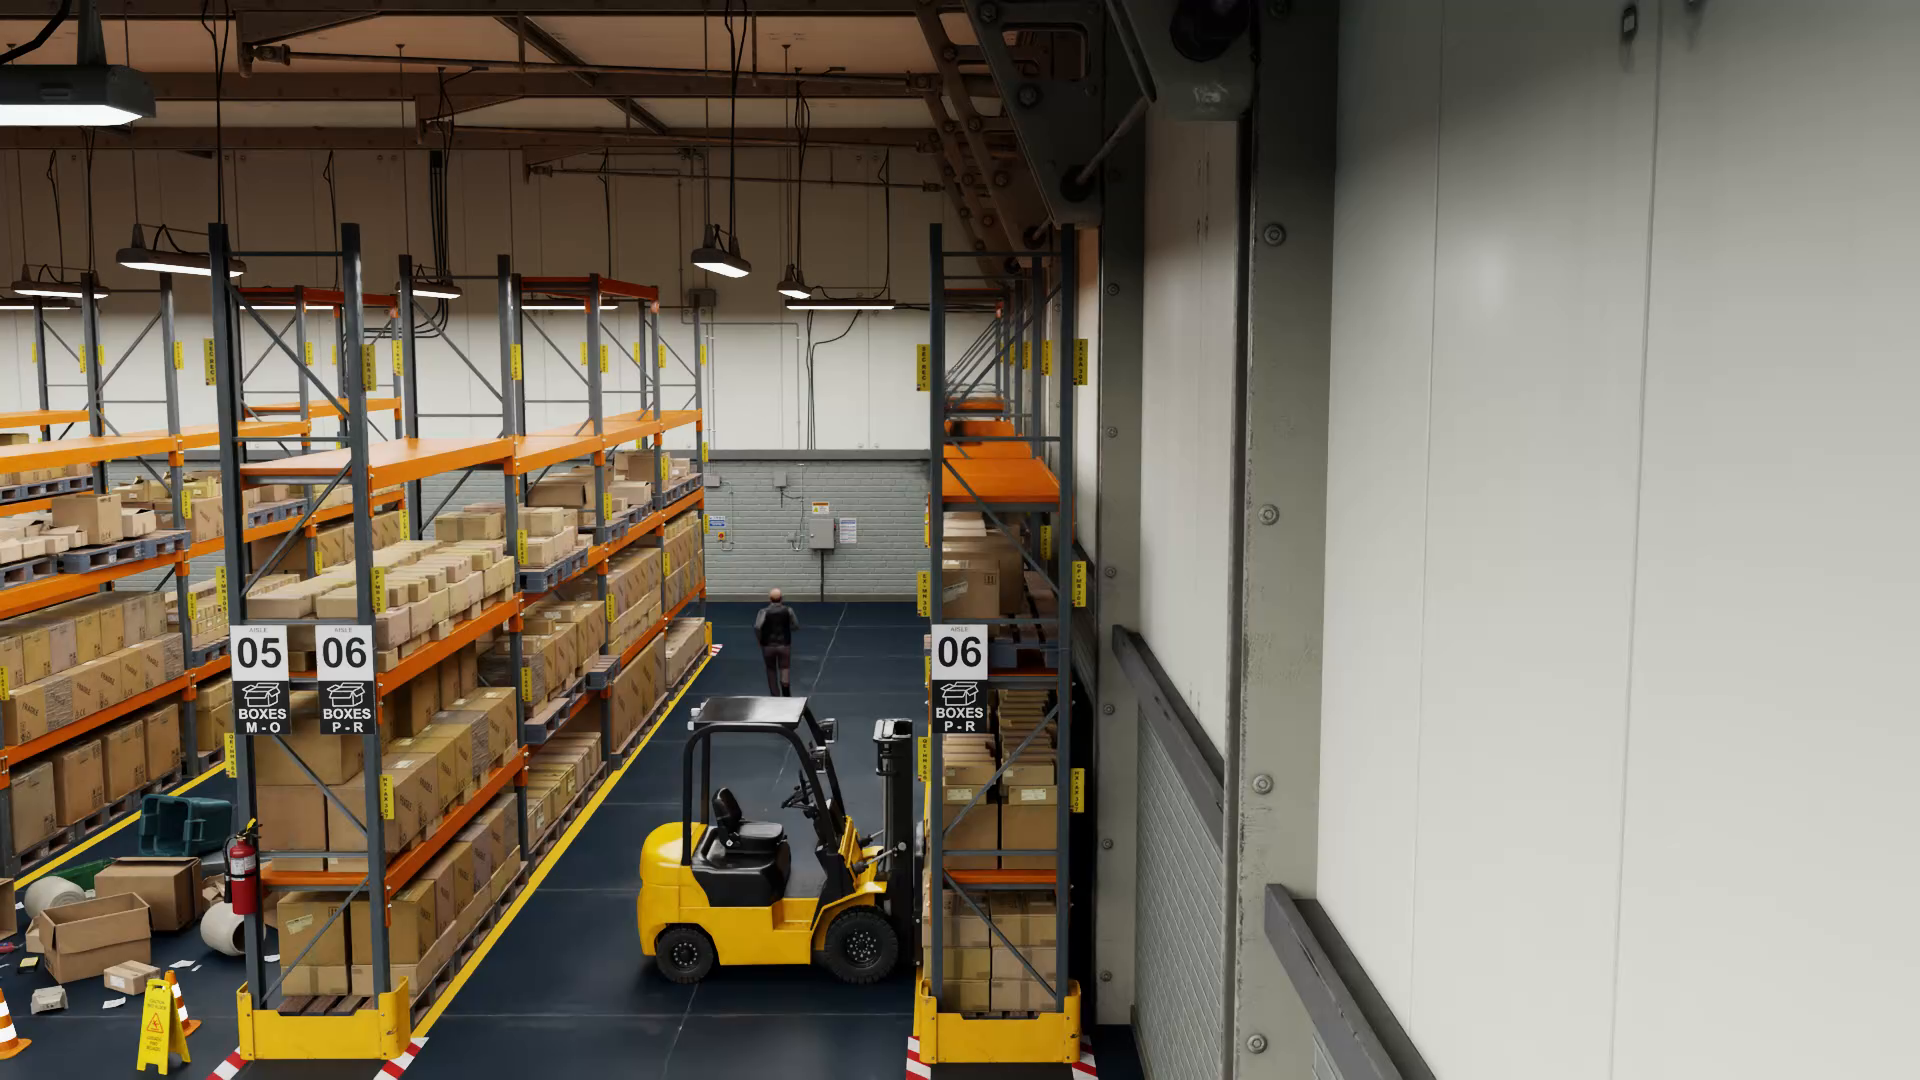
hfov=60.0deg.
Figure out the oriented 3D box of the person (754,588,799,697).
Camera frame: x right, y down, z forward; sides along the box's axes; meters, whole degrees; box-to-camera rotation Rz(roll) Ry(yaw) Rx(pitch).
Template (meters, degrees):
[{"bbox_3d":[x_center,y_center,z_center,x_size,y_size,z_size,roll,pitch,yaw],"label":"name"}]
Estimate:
[{"bbox_3d":[-2.640,1.538,23.927,0.664,1.687,0.720,-2,7,-13],"label":"person"}]
